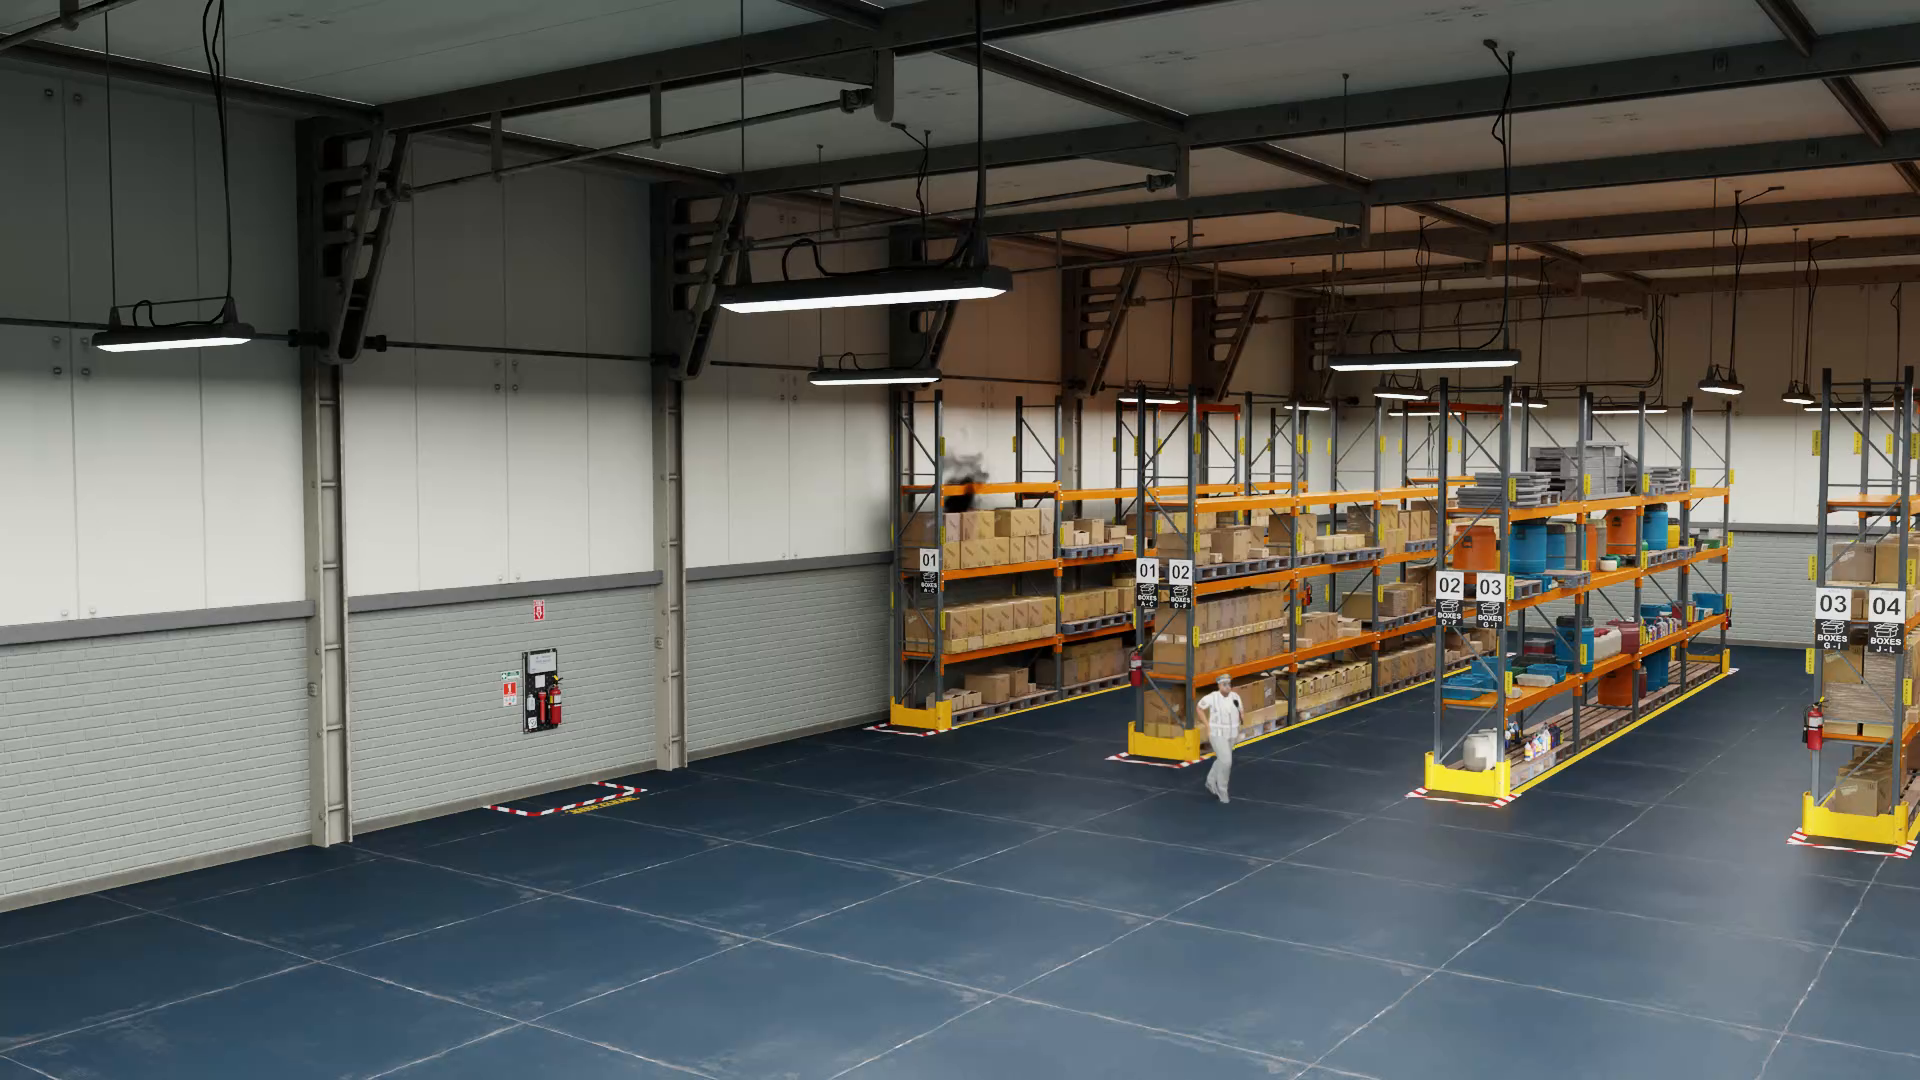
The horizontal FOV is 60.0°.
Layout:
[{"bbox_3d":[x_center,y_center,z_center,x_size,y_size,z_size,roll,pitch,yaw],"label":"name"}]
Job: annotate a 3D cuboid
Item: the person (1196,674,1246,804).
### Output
[{"bbox_3d":[3.747,2.809,23.599,0.625,1.863,0.794,-2,4,-28],"label":"person"}]
